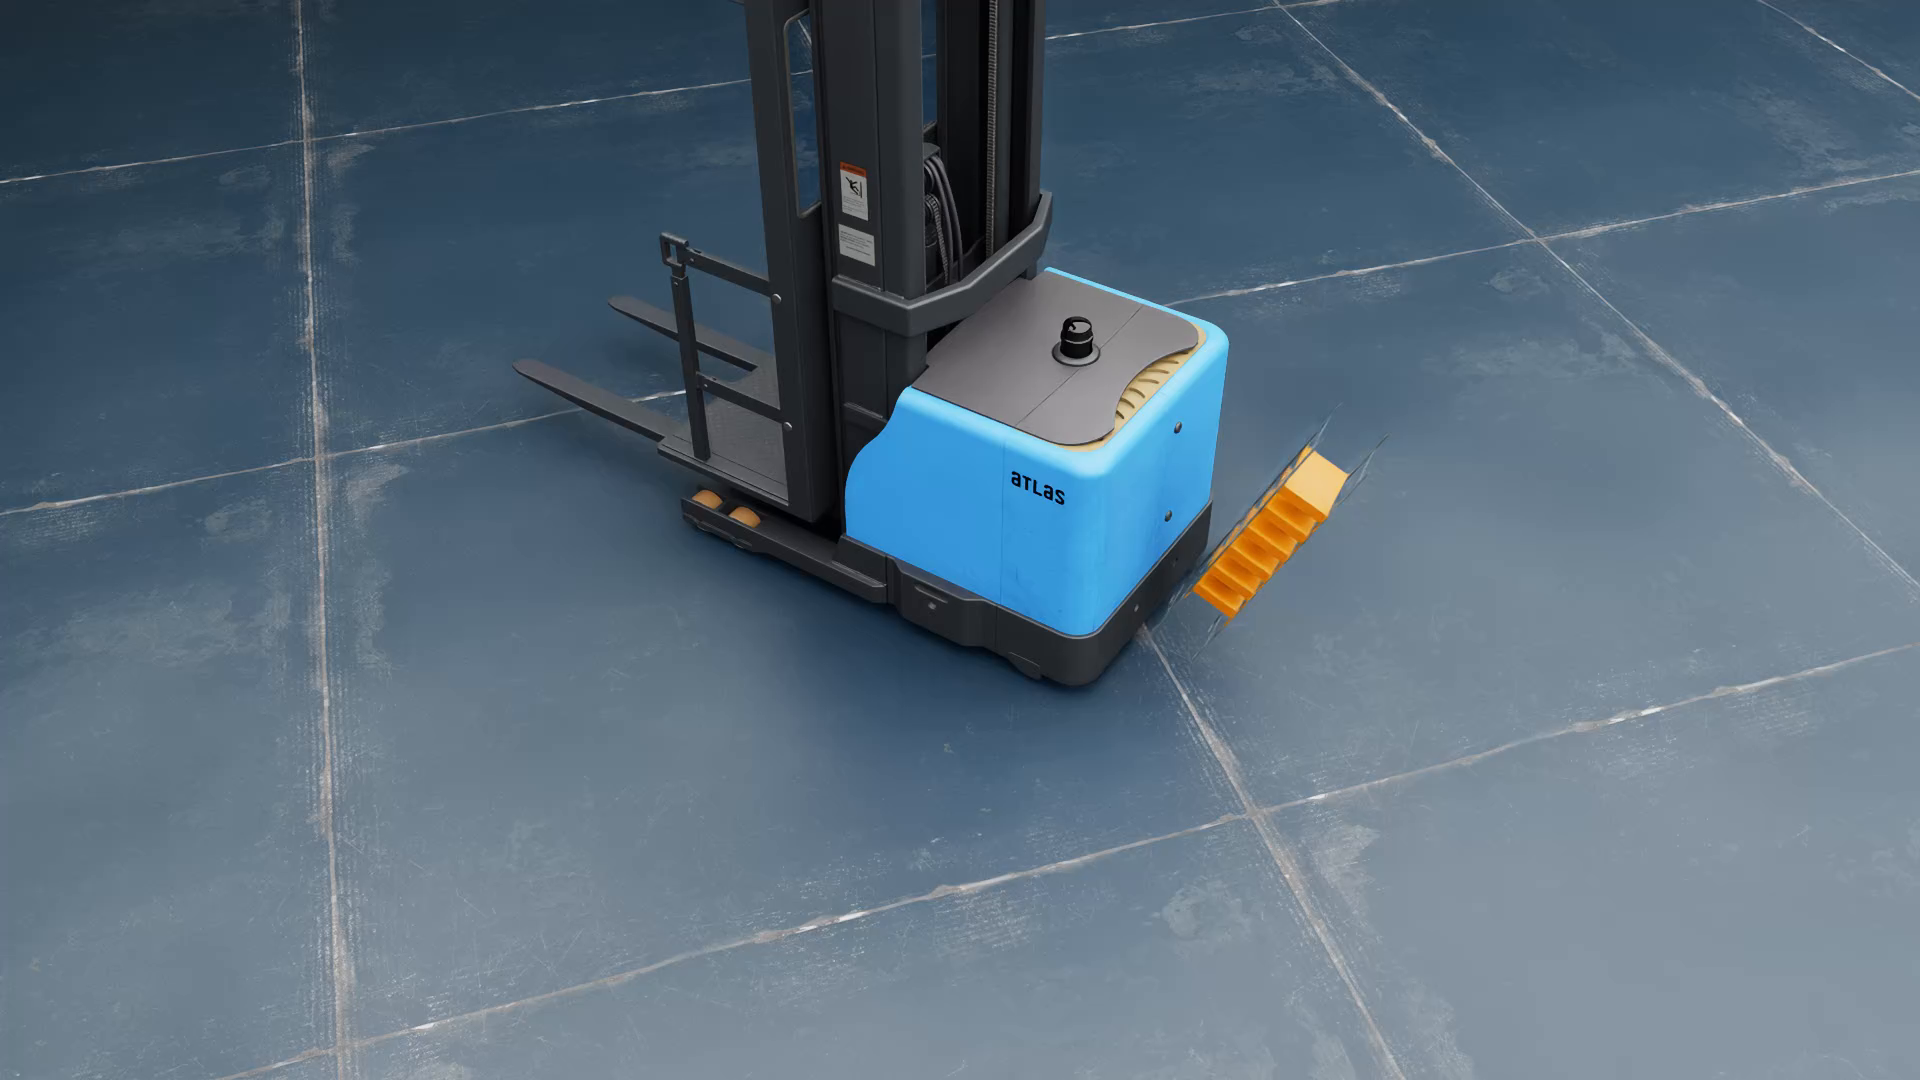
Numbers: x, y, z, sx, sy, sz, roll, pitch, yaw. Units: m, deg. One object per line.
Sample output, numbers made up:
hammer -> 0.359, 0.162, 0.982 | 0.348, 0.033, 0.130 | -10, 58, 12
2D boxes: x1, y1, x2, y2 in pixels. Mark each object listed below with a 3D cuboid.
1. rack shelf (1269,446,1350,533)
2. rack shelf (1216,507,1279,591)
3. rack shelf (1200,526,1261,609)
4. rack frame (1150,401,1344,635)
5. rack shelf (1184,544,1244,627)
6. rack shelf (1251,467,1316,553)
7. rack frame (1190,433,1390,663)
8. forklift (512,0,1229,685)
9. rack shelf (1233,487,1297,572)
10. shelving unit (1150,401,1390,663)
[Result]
rack shelf -> 1.183, -0.176, 5.626 | 0.180, 0.103, 0.258 | 36, 48, 2
rack shelf -> 1.049, 0.026, 5.891 | 0.180, 0.103, 0.258 | 36, 48, 2
rack shelf -> 1.004, 0.093, 5.980 | 0.180, 0.103, 0.258 | 36, 48, 2
rack frame -> 0.991, -0.052, 5.862 | 0.006, 1.200, 0.240 | 36, 48, 2
rack shelf -> 0.959, 0.161, 6.069 | 0.180, 0.103, 0.258 | 36, 48, 2
rack shelf -> 1.138, -0.109, 5.714 | 0.180, 0.103, 0.258 | 36, 48, 2
rack frame -> 1.140, 0.054, 5.856 | 0.006, 1.200, 0.240 | 36, 48, 2
forklift -> -0.523, -1.333, 6.048 | 3.031, 2.935, 1.130 | 24, 46, 25
rack shelf -> 1.093, -0.041, 5.803 | 0.180, 0.103, 0.258 | 36, 48, 2
shelving unit -> 1.065, 0.001, 5.859 | 0.189, 1.200, 0.258 | 36, 48, 2
